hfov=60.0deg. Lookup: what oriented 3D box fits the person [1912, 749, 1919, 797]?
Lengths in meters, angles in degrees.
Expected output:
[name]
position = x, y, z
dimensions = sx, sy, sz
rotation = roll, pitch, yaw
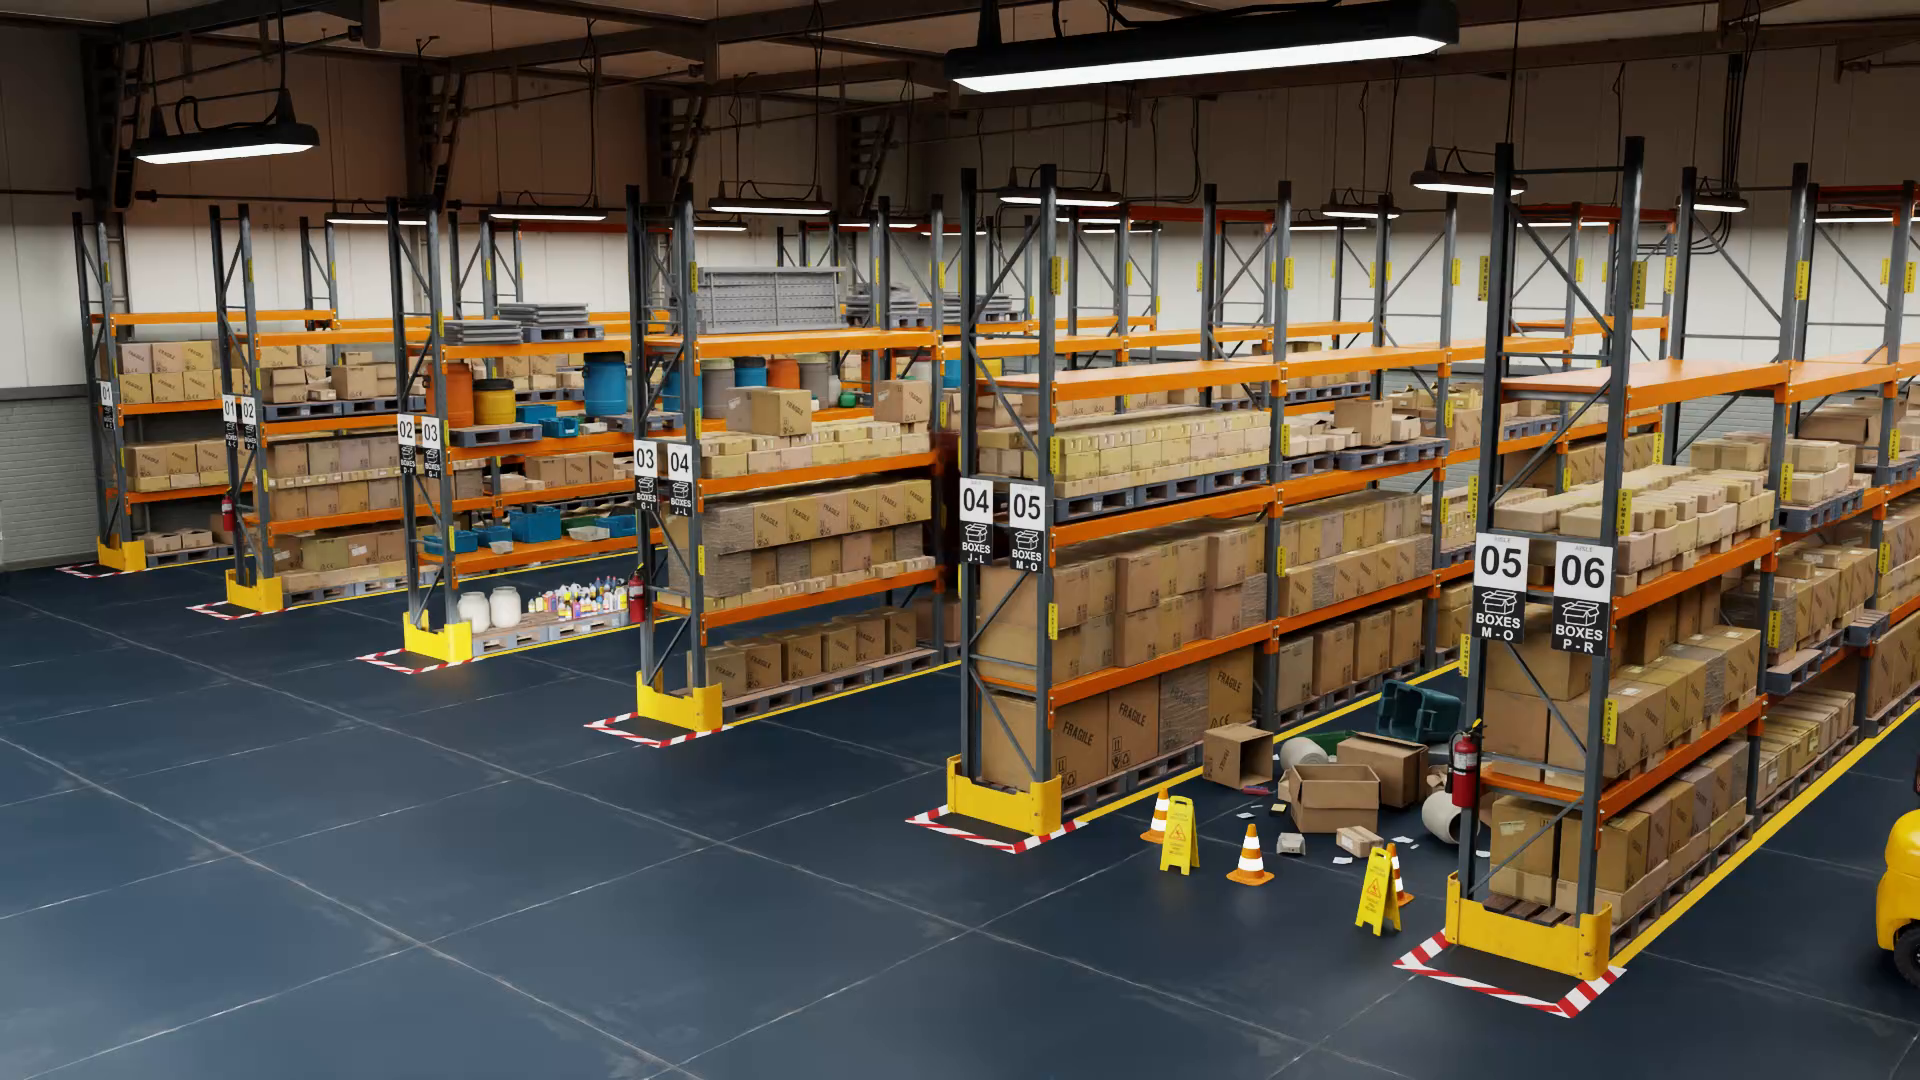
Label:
[person]
position = 8.323, 2.020, 13.971
dimensions = 0.562, 1.833, 0.607
rotation = 7, 11, 34
